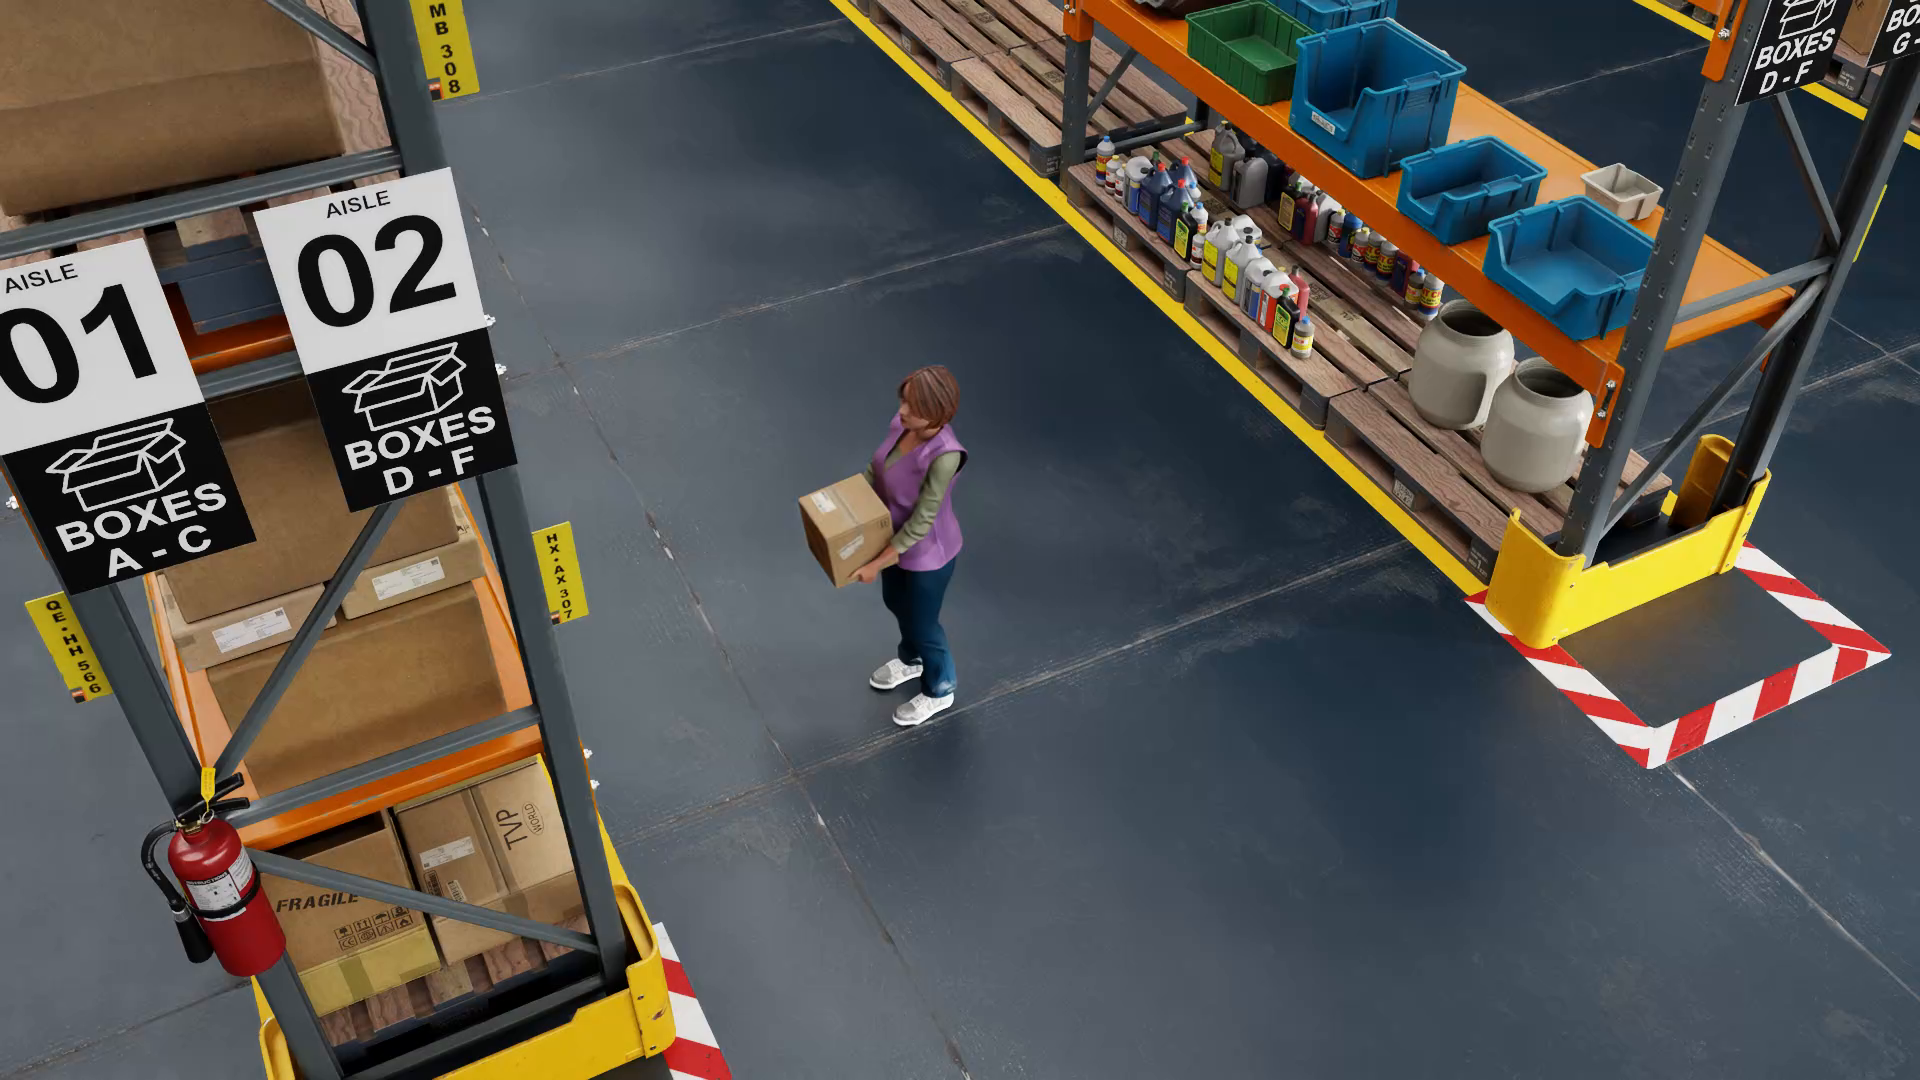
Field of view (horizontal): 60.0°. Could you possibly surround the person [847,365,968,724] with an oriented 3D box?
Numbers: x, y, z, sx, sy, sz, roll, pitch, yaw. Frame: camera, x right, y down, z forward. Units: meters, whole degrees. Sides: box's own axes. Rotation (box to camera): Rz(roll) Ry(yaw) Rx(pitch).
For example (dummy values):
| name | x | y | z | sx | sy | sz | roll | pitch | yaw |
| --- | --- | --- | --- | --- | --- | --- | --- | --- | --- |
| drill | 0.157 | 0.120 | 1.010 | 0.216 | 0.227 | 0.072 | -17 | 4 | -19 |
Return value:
| name | x | y | z | sx | sy | sz | roll | pitch | yaw |
| --- | --- | --- | --- | --- | --- | --- | --- | --- | --- |
| person | -0.236 | 0.048 | 6.117 | 0.496 | 1.588 | 0.407 | -19 | 45 | -20 |
